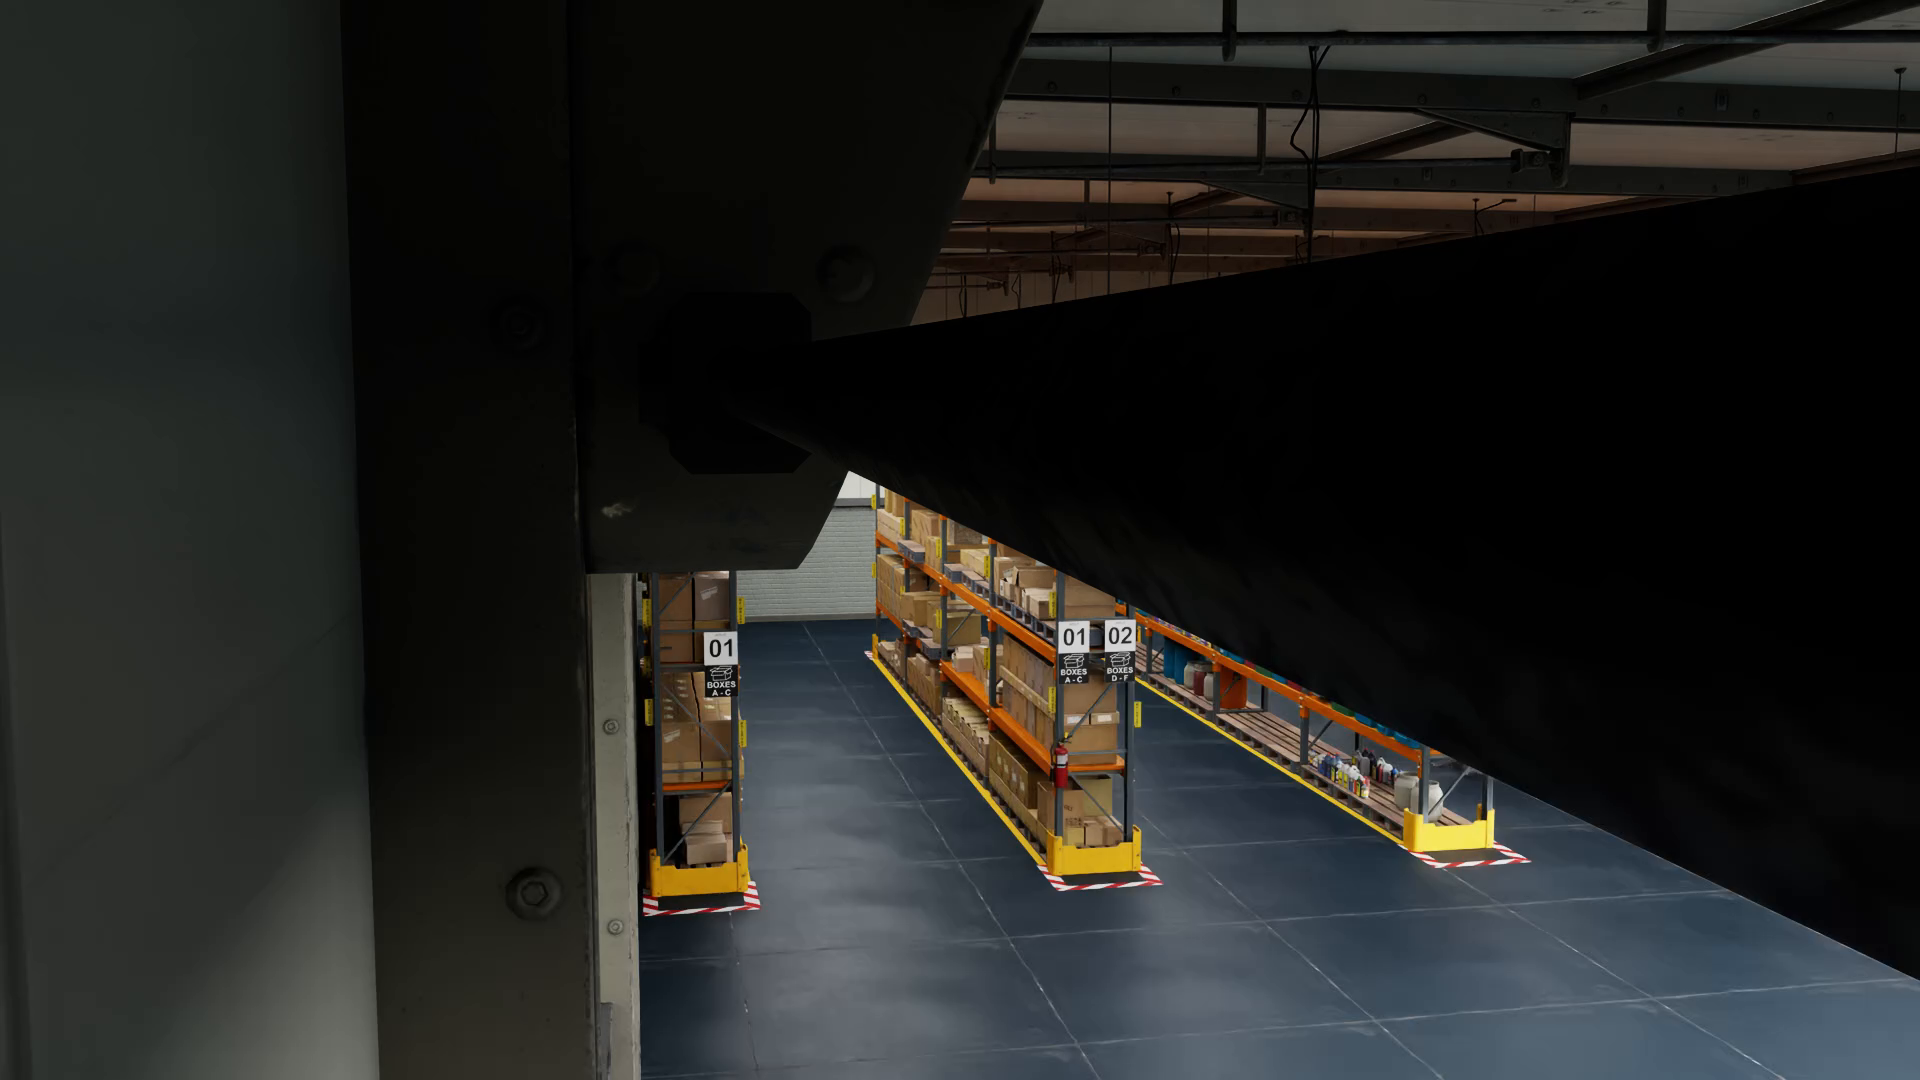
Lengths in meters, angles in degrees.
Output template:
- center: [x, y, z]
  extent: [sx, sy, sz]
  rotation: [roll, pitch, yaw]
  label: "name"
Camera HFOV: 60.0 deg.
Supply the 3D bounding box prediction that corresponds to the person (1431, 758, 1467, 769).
- center: [7.890, 2.756, 26.393]
  extent: [0.578, 1.814, 0.594]
  rotation: [-2, 6, -19]
  label: "person"
